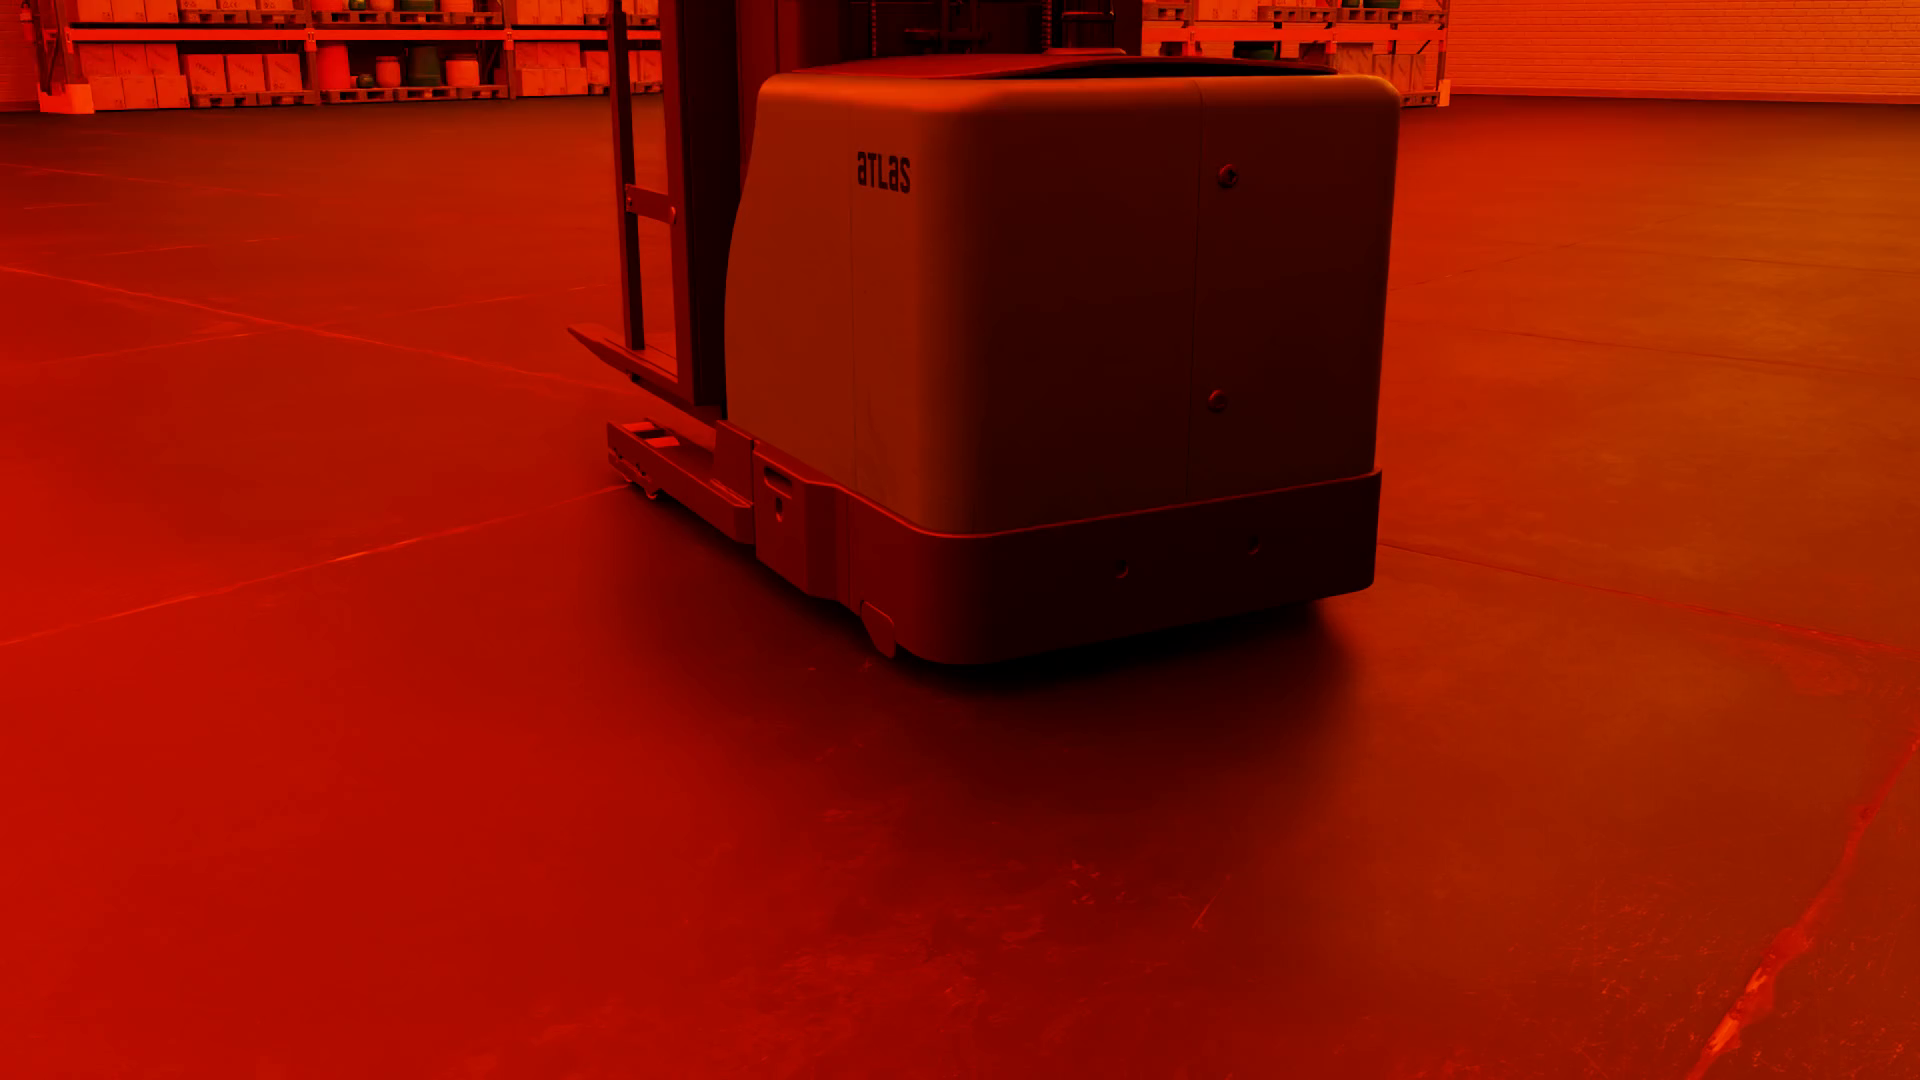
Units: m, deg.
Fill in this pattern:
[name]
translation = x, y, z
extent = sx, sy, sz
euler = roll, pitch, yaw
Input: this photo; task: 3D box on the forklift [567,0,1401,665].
[forklift]
translation = -0.288, -1.559, 4.031
extent = 1.130, 2.935, 3.031
euler = -9, 19, -27
